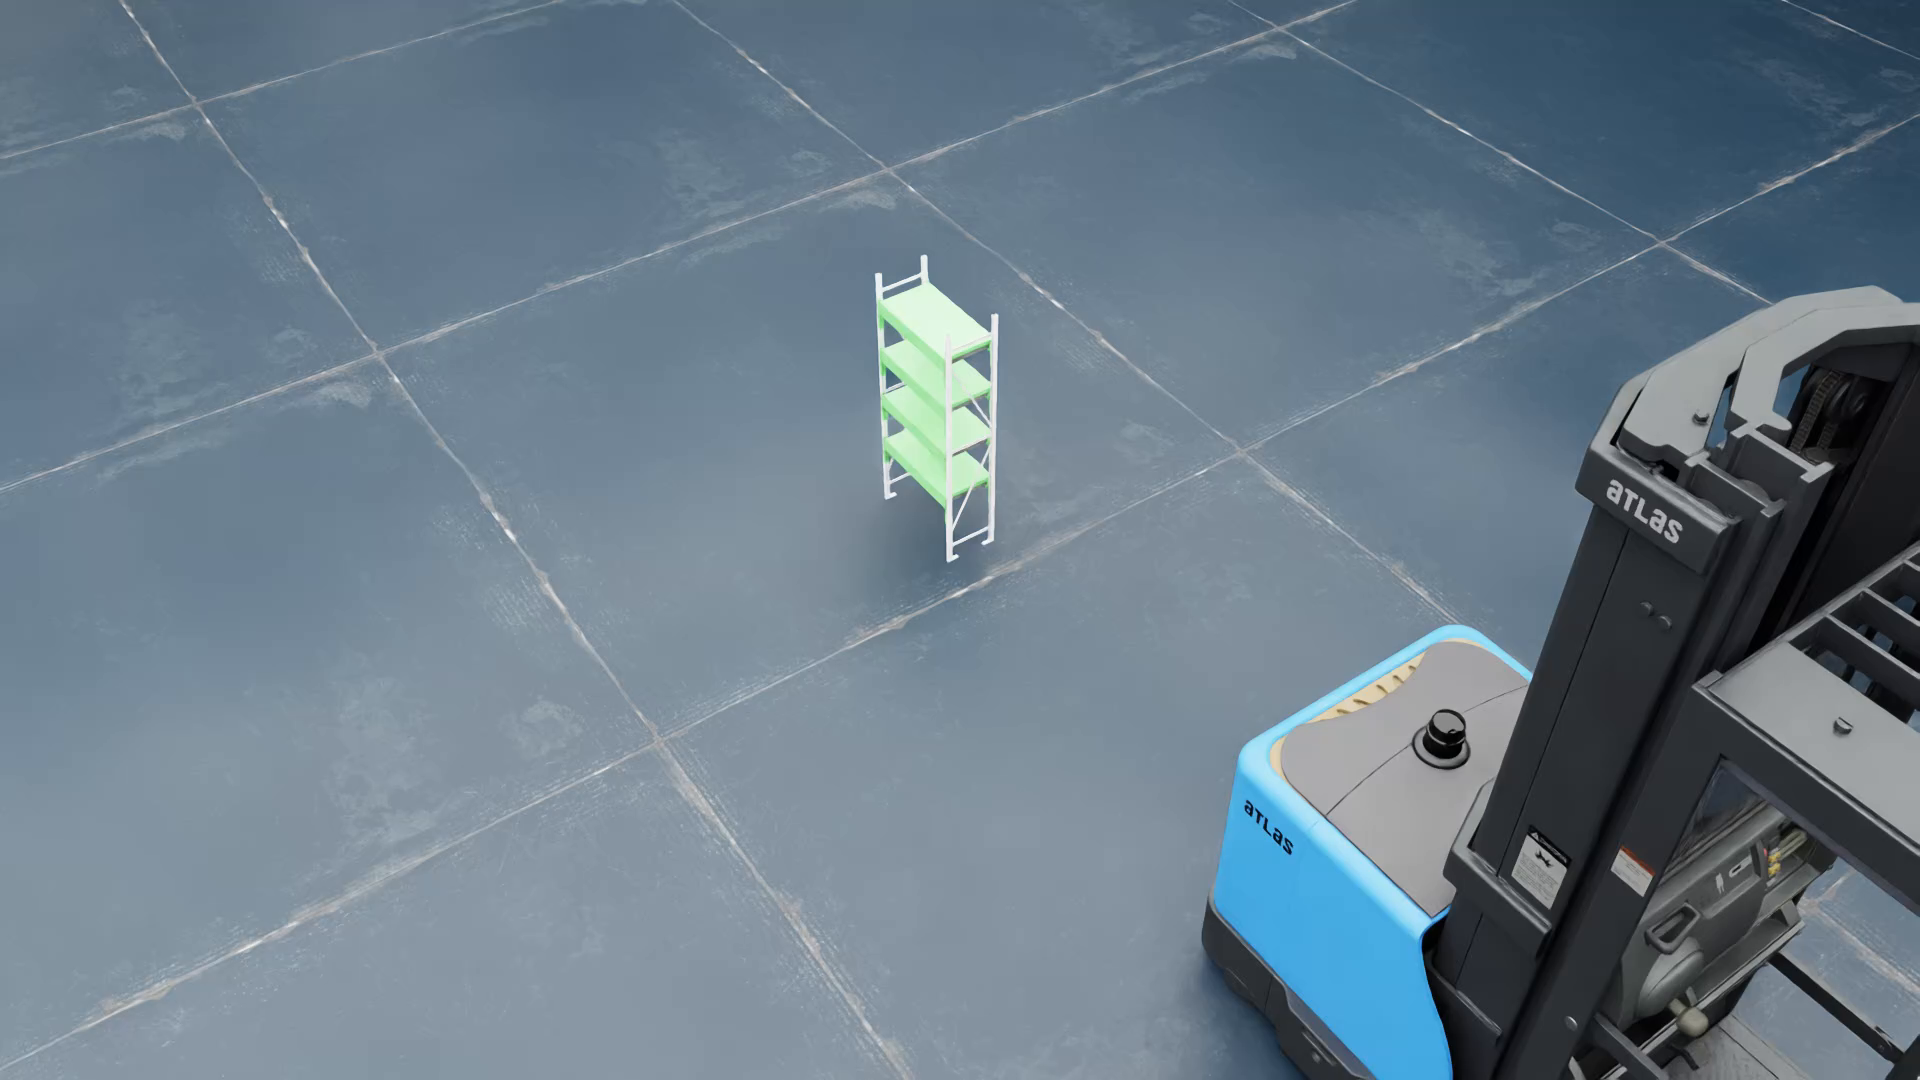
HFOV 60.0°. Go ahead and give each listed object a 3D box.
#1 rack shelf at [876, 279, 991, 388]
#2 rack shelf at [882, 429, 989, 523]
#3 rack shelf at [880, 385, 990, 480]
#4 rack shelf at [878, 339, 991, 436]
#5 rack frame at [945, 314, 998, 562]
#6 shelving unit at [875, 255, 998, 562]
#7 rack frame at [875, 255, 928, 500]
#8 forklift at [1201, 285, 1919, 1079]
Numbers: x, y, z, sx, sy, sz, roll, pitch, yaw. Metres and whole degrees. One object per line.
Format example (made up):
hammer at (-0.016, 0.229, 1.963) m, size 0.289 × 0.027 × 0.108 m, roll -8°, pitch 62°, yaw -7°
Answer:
rack shelf at (-0.095, -0.829, 6.638) m, size 0.258 × 0.148 × 0.480 m, roll -26°, pitch 49°, yaw -24°
rack shelf at (-0.095, -0.308, 7.135) m, size 0.258 × 0.148 × 0.480 m, roll -26°, pitch 49°, yaw -24°
rack shelf at (-0.095, -0.482, 6.969) m, size 0.258 × 0.148 × 0.480 m, roll -26°, pitch 49°, yaw -24°
rack shelf at (-0.095, -0.655, 6.803) m, size 0.258 × 0.148 × 0.480 m, roll -26°, pitch 49°, yaw -24°
rack frame at (0.045, -0.390, 6.780) m, size 0.240 × 1.200 × 0.015 m, roll -26°, pitch 49°, yaw -24°
shelving unit at (-0.095, -0.528, 6.925) m, size 0.258 × 1.200 × 0.503 m, roll -26°, pitch 49°, yaw -24°
rack frame at (-0.234, -0.666, 7.070) m, size 0.240 × 1.200 × 0.015 m, roll -26°, pitch 49°, yaw -24°
forklift at (2.084, 0.992, 4.079) m, size 1.130 × 2.935 × 3.031 m, roll -26°, pitch 49°, yaw -25°
